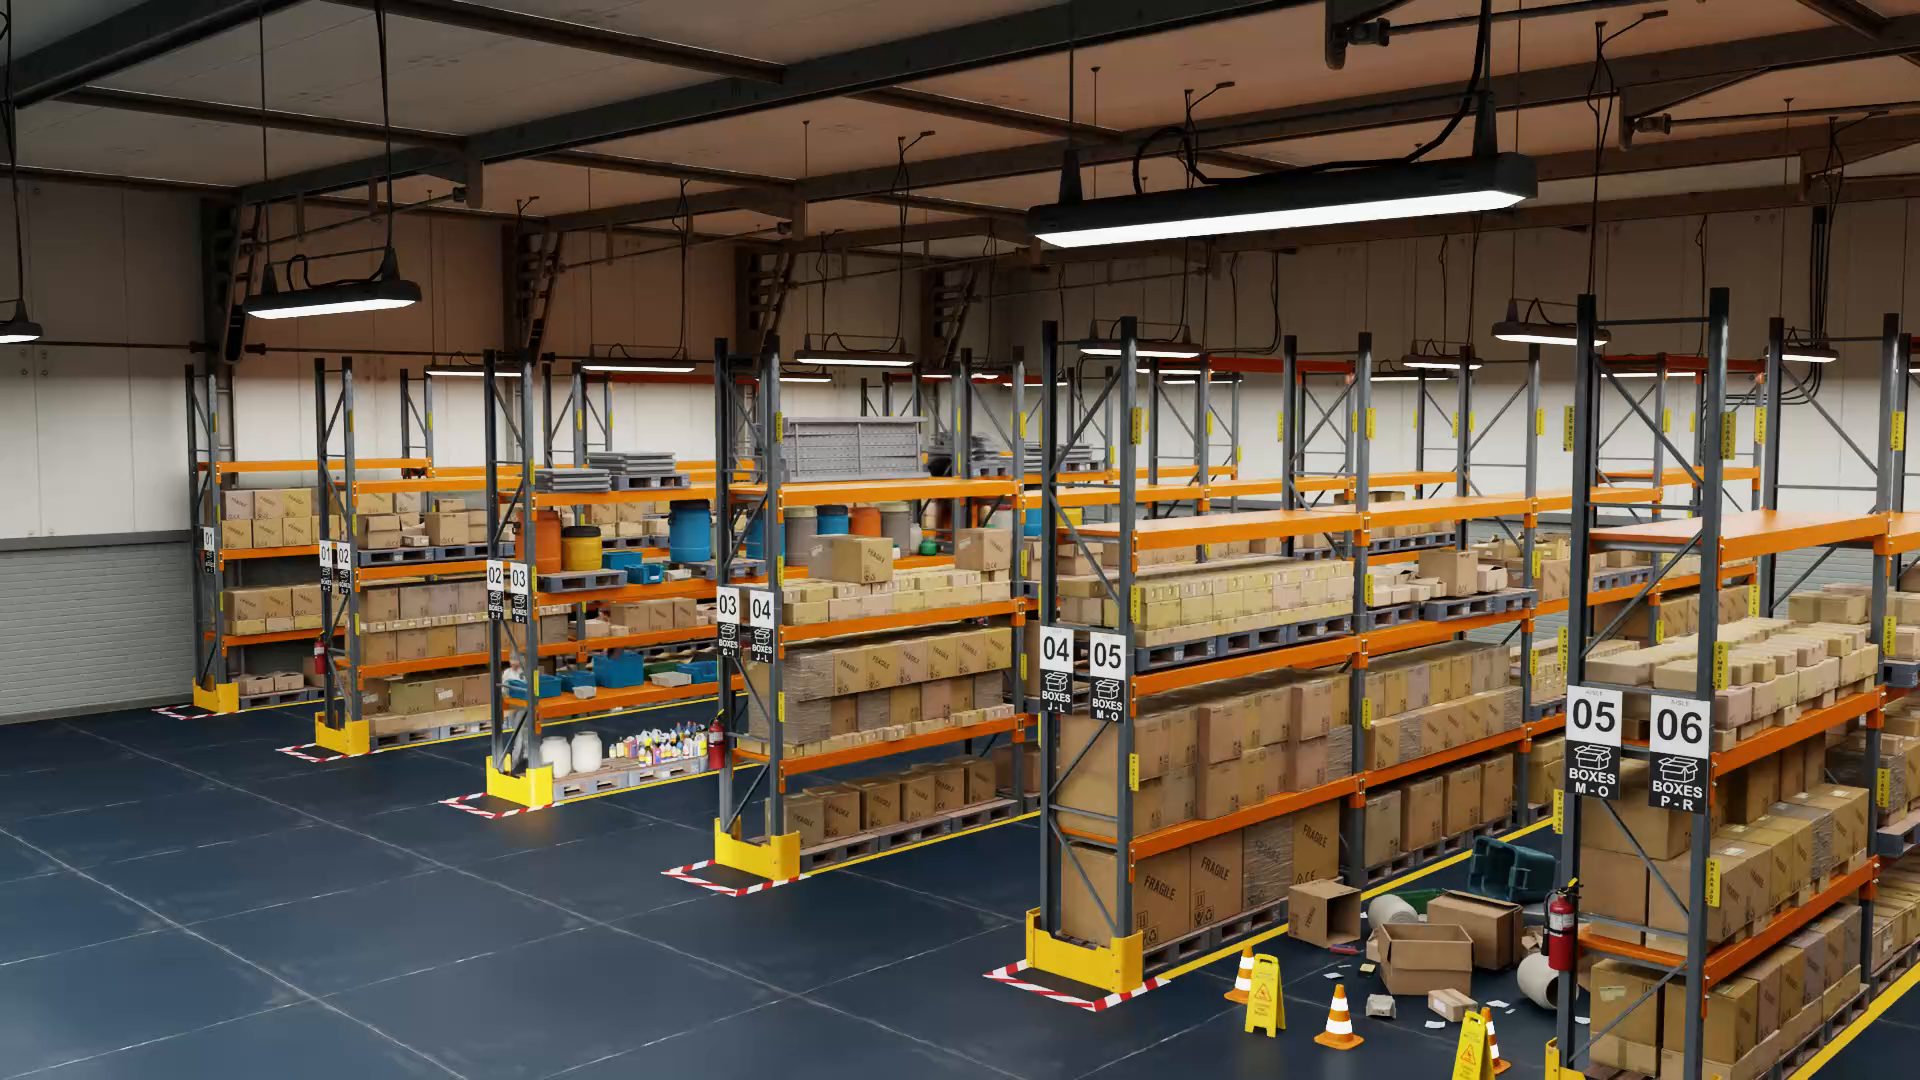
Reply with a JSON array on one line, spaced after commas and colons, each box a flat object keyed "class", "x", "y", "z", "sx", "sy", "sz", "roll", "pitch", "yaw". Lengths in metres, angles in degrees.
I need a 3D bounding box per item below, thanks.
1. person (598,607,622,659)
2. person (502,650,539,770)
[{"class": "person", "x": -6.675, "y": 1.997, "z": 31.612, "sx": 0.605, "sy": 1.503, "sz": 0.806, "roll": 2, "pitch": 5, "yaw": 22}, {"class": "person", "x": -6.443, "y": 2.439, "z": 24.319, "sx": 0.589, "sy": 1.720, "sz": 0.883, "roll": 1, "pitch": 5, "yaw": 16}]
